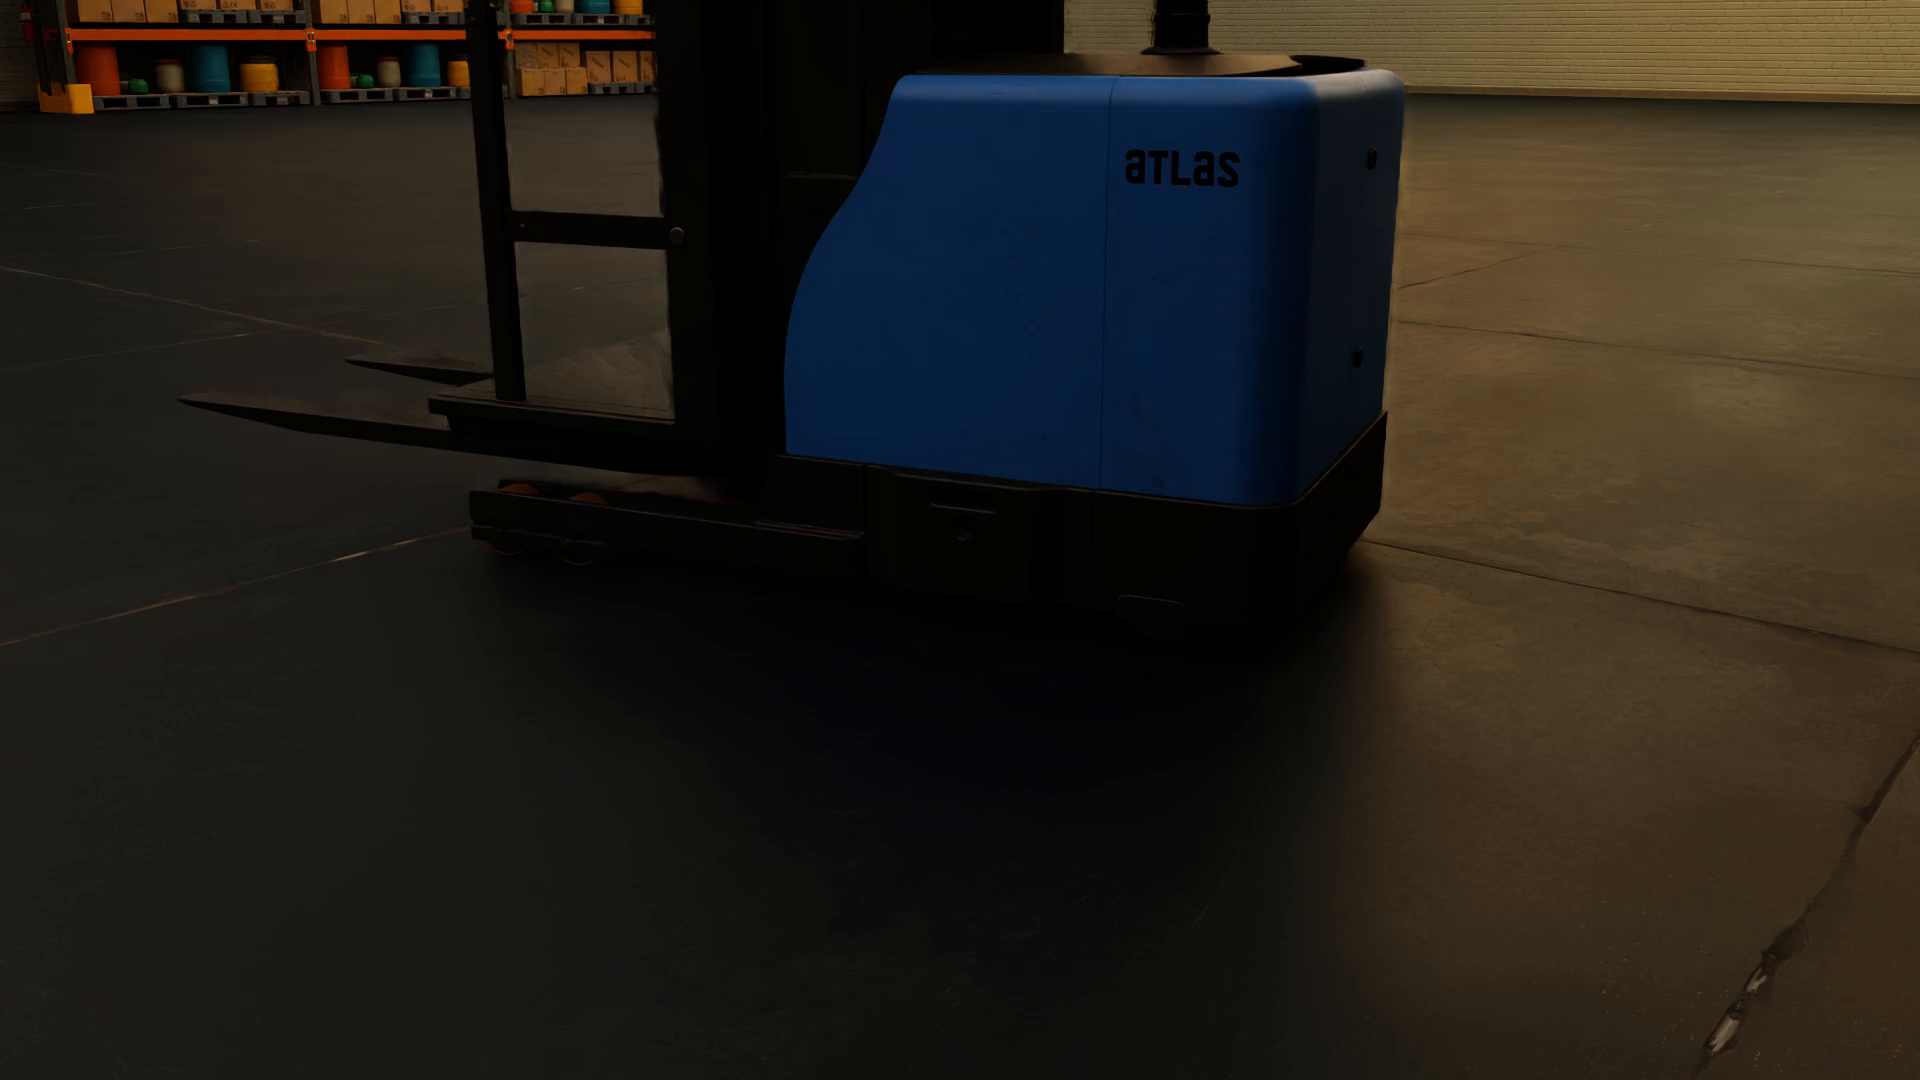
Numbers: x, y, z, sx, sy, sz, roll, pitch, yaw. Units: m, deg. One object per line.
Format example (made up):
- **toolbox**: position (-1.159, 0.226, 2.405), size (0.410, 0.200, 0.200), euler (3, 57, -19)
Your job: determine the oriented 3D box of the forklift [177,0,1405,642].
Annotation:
- **forklift**: position (-0.565, -1.473, 3.747), size (3.031, 2.935, 1.130), euler (7, 18, 23)
